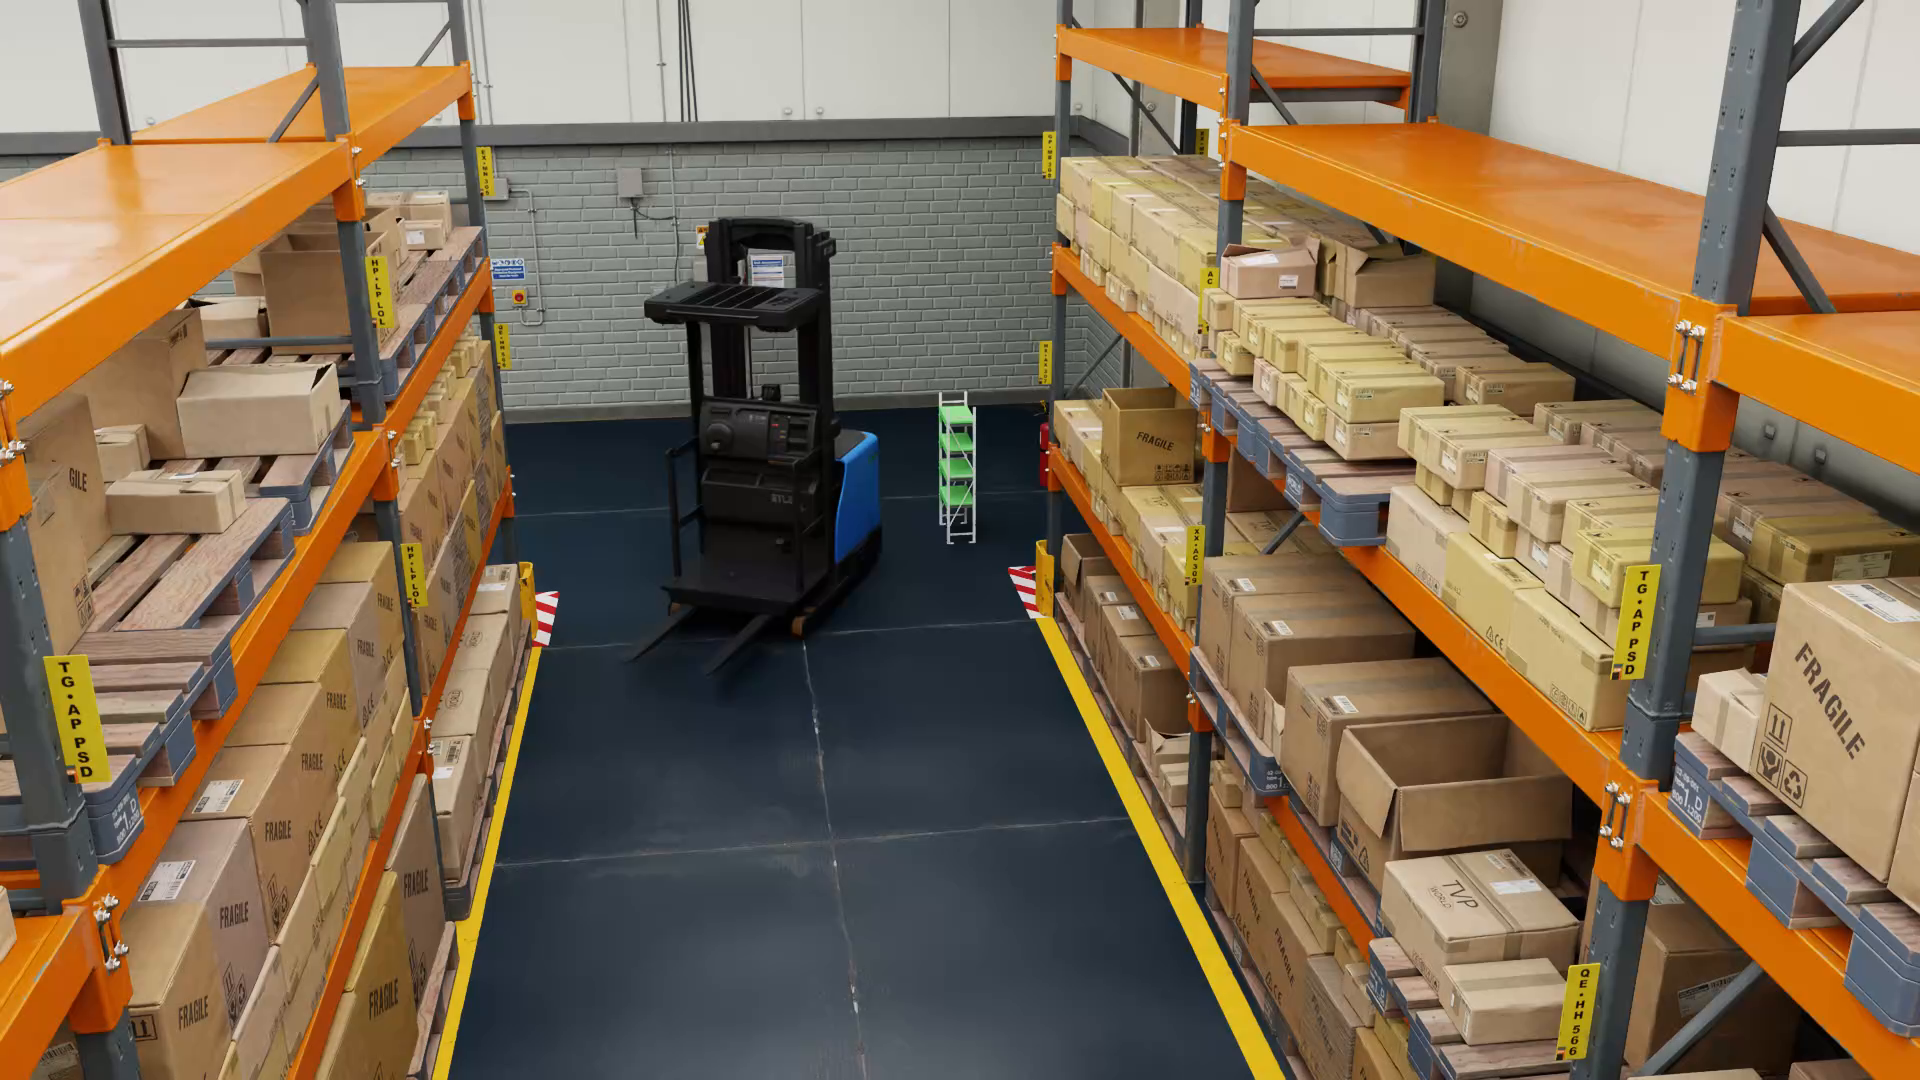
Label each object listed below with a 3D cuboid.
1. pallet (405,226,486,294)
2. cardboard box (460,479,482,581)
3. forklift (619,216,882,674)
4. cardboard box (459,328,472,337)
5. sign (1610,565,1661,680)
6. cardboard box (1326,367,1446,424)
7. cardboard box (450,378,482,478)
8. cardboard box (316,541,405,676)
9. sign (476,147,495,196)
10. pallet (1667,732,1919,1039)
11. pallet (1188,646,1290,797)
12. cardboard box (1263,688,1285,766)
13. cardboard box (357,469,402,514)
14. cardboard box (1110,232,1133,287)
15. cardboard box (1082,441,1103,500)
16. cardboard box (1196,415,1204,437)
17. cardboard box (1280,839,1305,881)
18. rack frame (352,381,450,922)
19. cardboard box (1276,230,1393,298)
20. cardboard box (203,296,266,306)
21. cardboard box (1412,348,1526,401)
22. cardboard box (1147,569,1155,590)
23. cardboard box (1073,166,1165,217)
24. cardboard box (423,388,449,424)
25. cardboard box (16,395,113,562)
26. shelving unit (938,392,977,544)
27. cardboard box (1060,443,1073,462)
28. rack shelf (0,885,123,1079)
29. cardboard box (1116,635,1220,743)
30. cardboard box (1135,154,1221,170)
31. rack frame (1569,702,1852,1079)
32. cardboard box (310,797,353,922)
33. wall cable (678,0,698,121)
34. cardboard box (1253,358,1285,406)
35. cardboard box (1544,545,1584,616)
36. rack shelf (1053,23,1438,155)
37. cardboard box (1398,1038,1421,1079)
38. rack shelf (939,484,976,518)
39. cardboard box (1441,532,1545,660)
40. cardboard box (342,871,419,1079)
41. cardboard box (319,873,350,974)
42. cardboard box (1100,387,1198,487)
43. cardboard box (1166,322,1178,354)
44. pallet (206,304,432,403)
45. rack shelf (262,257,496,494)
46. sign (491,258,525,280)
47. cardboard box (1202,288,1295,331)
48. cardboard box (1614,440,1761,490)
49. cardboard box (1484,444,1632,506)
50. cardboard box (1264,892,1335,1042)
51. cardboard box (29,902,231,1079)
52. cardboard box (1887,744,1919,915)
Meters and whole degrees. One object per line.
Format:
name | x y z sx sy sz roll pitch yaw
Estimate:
pallet | -3.623 -1.785 10.623 1.003 0.211 1.213 -3 21 -8
cardboard box | -3.181 -0.041 9.970 0.500 0.500 0.500 -2 21 -6
forklift | -1.574 -0.801 12.246 1.130 2.935 3.031 6 21 16
cardboard box | -3.430 -1.296 10.975 0.380 0.149 0.250 -3 21 -7
sign | 1.787 0.219 4.390 0.100 0.325 0.005 -3 21 -8
cardboard box | 1.636 -0.559 6.405 0.380 0.149 0.250 -3 21 -7
cardboard box | -3.263 -0.688 10.272 0.500 0.500 0.500 -3 21 -8
cardboard box | -2.851 0.334 7.538 0.500 0.500 0.500 -2 21 -6
sign | -3.202 -2.484 11.213 0.100 0.325 0.005 -3 21 -8
pallet | 2.510 0.754 3.968 1.213 0.211 1.003 -2 21 -5
pallet | 1.754 0.827 8.063 1.003 0.211 1.213 -3 21 -8
cardboard box | 1.568 0.822 7.395 0.396 0.266 0.258 -2 21 -5
cardboard box | -2.953 -0.235 8.132 0.380 0.149 0.250 -3 21 -9
cardboard box | 1.217 -1.706 10.073 0.500 0.250 0.500 -3 21 -9
cardboard box | 1.119 -0.478 11.073 0.500 0.250 0.500 -3 21 -9
cardboard box | 1.573 -0.674 11.598 0.500 0.250 0.500 -3 21 -8
cardboard box | 1.753 1.538 7.931 0.380 0.149 0.250 -3 21 -9
rack frame | -3.164 0.707 8.111 1.000 3.000 0.127 -3 21 -8
cardboard box | 1.957 -1.439 8.644 0.500 0.250 0.500 -3 21 -8
cardboard box | -3.611 -1.121 8.333 0.380 0.149 0.250 -2 21 -6
cardboard box | 2.041 -0.667 6.693 0.380 0.149 0.250 -3 21 -7
cardboard box | 1.320 0.205 9.813 0.380 0.149 0.250 -2 21 -6
cardboard box | 1.041 -2.295 10.935 0.500 0.250 0.500 -3 21 -8
cardboard box | -3.154 -0.763 9.547 0.380 0.149 0.250 -3 21 -8
cardboard box | -3.129 -0.153 5.382 0.500 0.500 0.500 -3 21 -7
shelving unit | -0.024 -0.619 14.234 0.258 1.200 0.503 -3 21 -8
cardboard box | 0.946 -0.684 12.195 0.380 0.149 0.250 -3 21 -8
rack shelf | -2.299 1.716 2.150 1.077 0.370 4.000 -3 21 -8
cardboard box | 1.399 0.918 10.517 0.700 0.500 0.500 -4 21 -10
cardboard box | 1.511 -2.498 11.480 0.500 0.250 0.500 -3 21 -9
rack frame | 2.324 1.840 5.076 1.000 3.000 0.127 -3 21 -8
cardboard box | -2.609 1.211 6.259 0.500 0.250 0.500 -3 21 -7
wall cable | -1.333 -5.626 16.438 2.988 3.039 0.133 -3 21 -8
cardboard box | 1.485 -0.686 7.170 0.380 0.149 0.250 -3 21 -7
cardboard box | 2.016 0.117 5.047 0.380 0.149 0.250 -3 21 -9
rack shelf | 1.459 -2.709 9.715 1.077 0.370 4.000 -3 21 -8
cardboard box | 1.944 2.072 6.500 0.380 0.149 0.250 -2 21 -6
rack shelf | -0.024 -0.335 14.340 0.258 0.148 0.480 -3 21 -8
cardboard box | 1.936 0.166 5.487 0.500 0.250 0.500 -3 21 -8
cardboard box | -2.858 2.028 7.009 0.875 0.875 0.875 -2 21 -6
cardboard box | -2.645 1.450 6.334 0.500 0.250 0.500 -3 21 -8
cardboard box | 1.186 -0.660 10.488 0.500 0.500 0.500 -2 21 -6
cardboard box | 1.341 -1.120 9.074 0.380 0.149 0.250 -2 21 -6
pallet | -3.272 -0.941 8.361 1.003 0.211 1.213 -3 21 -8
rack shelf | -3.452 -1.054 9.566 1.077 0.370 4.000 -3 21 -8
sign | -4.633 -2.775 17.046 0.327 0.218 0.001 -3 21 -8
cardboard box | 1.356 -1.090 7.824 0.380 0.149 0.250 -2 21 -6
cardboard box | 2.414 -0.227 5.544 0.380 0.149 0.250 -2 21 -6
cardboard box | 1.965 -0.201 5.474 0.380 0.149 0.250 -3 21 -9
cardboard box | 1.748 1.965 7.714 0.500 0.500 0.500 -4 21 -9
cardboard box | -2.417 1.393 4.700 0.500 0.500 0.500 -4 21 -10
cardboard box | 2.359 0.577 3.284 0.700 0.500 0.500 -3 21 -9
